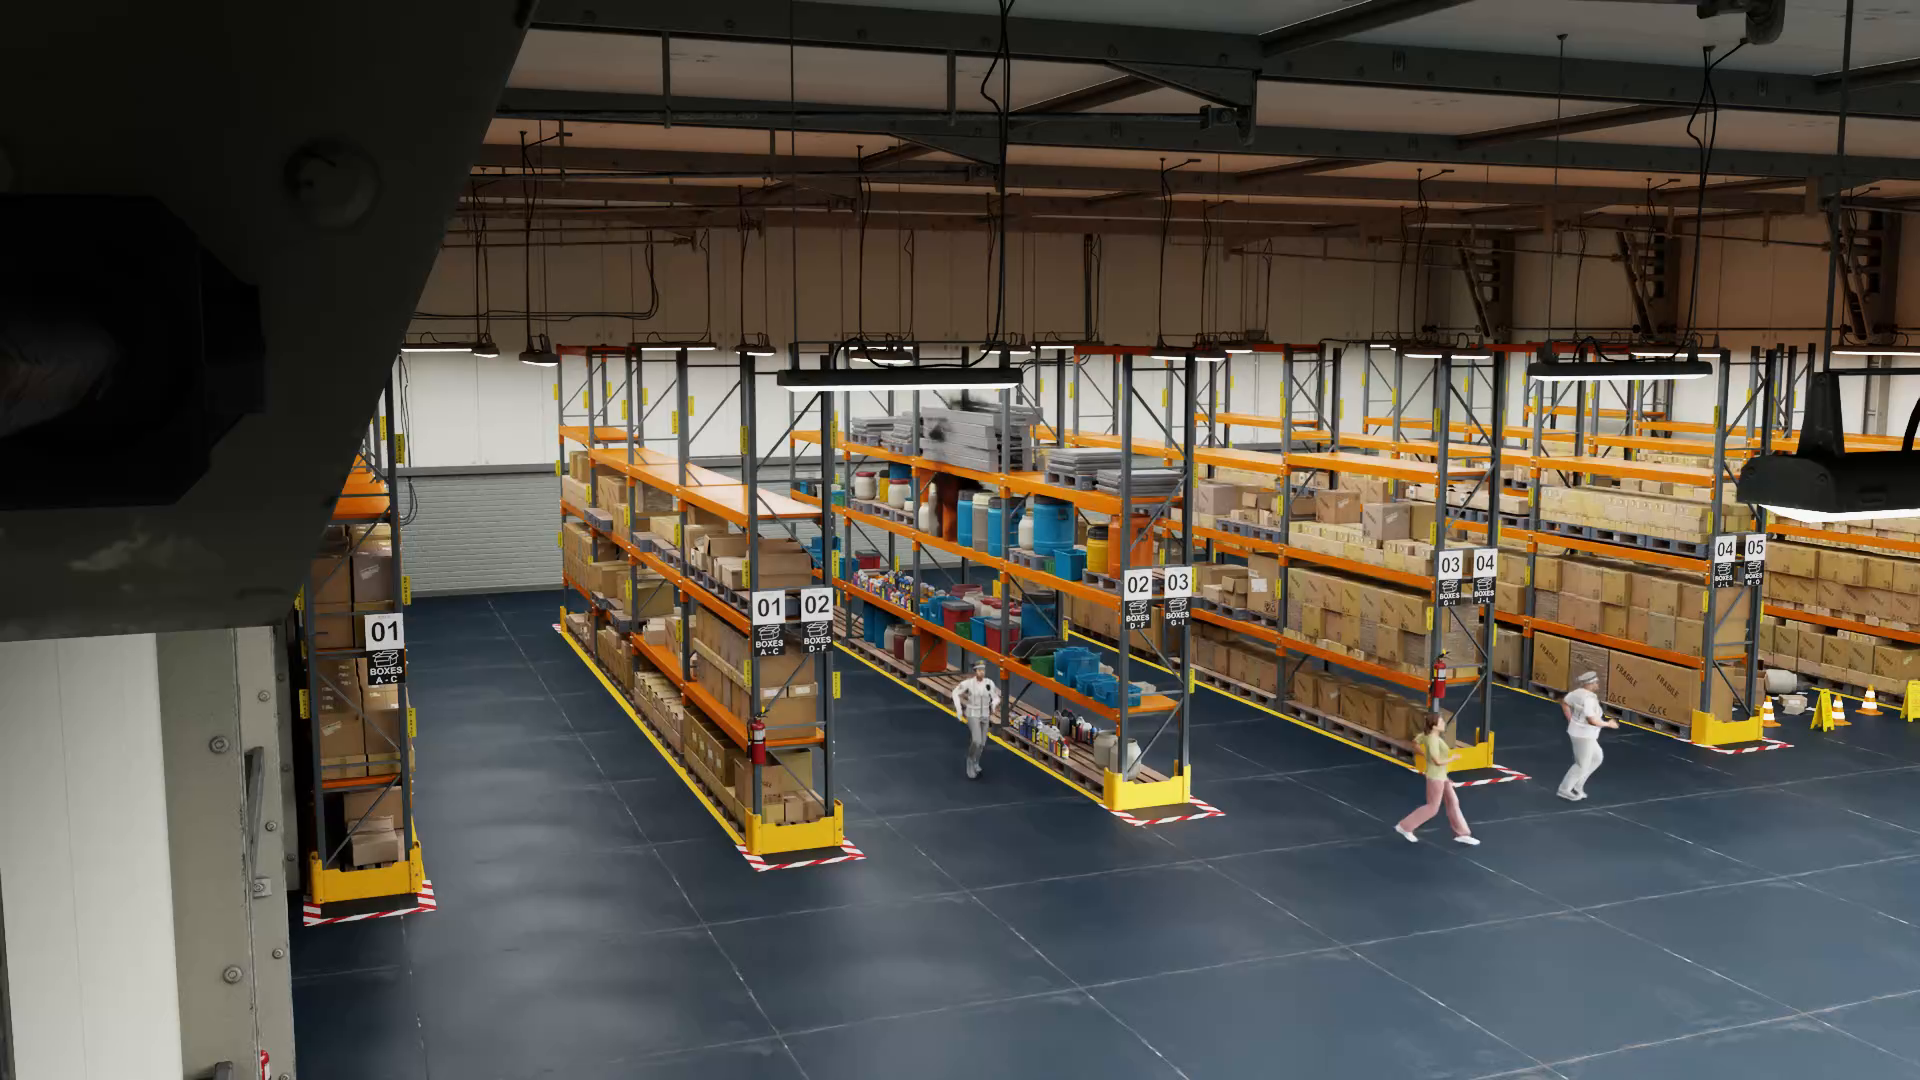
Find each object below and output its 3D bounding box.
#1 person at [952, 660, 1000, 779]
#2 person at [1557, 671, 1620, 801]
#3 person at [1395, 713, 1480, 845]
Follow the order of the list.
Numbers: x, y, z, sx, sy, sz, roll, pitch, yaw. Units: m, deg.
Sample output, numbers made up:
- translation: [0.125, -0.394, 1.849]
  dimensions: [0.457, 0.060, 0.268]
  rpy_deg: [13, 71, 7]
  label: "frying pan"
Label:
- translation: [0.270, 2.520, 23.490]
  dimensions: [0.616, 1.693, 0.721]
  rpy_deg: [-3, 8, -23]
  label: "person"
- translation: [8.416, 2.637, 22.302]
  dimensions: [0.745, 1.799, 0.669]
  rpy_deg: [1, 7, 9]
  label: "person"
- translation: [5.867, 2.924, 20.347]
  dimensions: [1.025, 1.632, 0.581]
  rpy_deg: [2, 7, 12]
  label: "person"
